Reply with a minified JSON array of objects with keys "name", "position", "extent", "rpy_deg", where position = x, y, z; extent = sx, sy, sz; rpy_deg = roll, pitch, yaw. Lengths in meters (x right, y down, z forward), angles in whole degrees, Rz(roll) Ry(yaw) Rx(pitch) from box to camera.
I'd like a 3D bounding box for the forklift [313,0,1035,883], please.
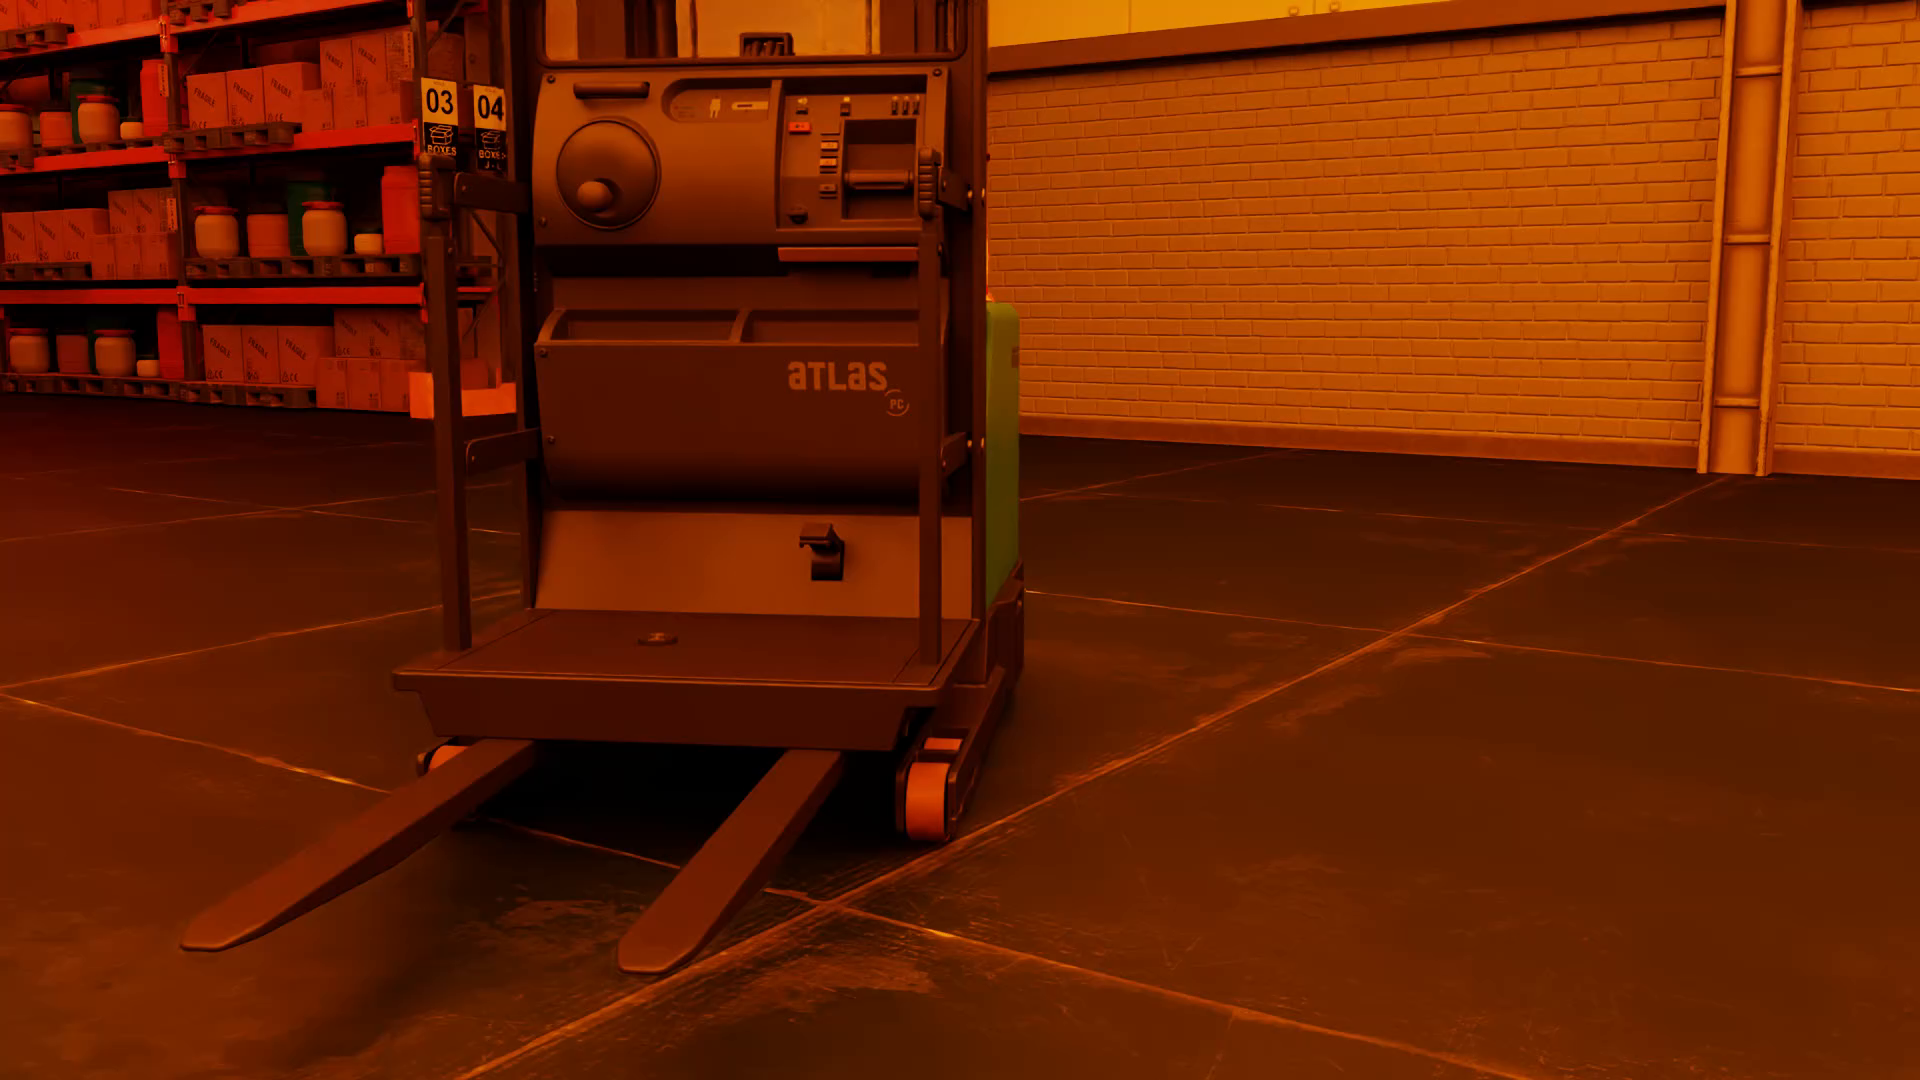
[{"name":"forklift","position":[-0.470,-0.944,3.829],"extent":[1.130,2.935,3.031],"rpy_deg":[1,8,7]}]
